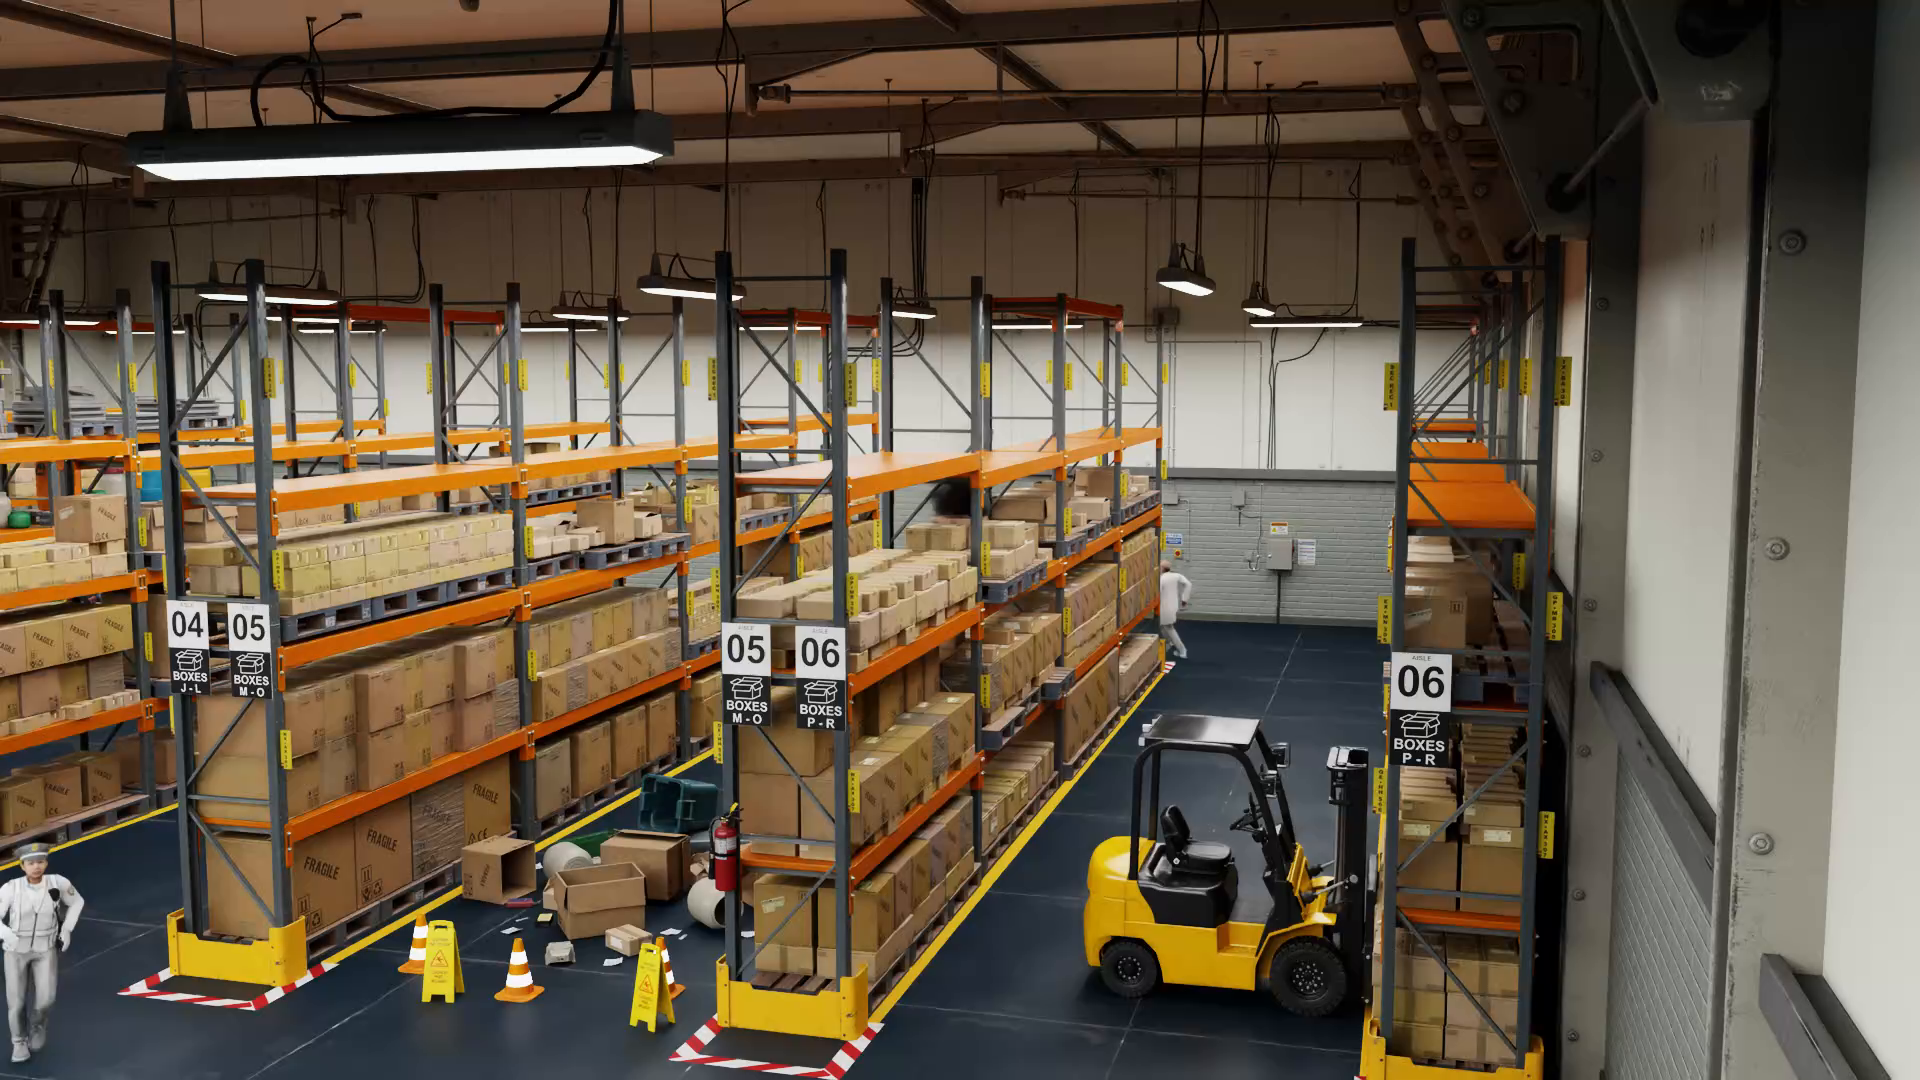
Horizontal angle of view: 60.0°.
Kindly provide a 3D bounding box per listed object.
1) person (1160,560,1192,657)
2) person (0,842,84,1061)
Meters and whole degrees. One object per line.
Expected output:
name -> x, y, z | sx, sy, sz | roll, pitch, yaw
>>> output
person -> 3.628, 1.207, 29.229 | 0.689, 1.707, 0.715 | -5, 8, -42
person -> -6.832, 3.048, 12.305 | 0.649, 1.653, 0.578 | -3, 7, -28
